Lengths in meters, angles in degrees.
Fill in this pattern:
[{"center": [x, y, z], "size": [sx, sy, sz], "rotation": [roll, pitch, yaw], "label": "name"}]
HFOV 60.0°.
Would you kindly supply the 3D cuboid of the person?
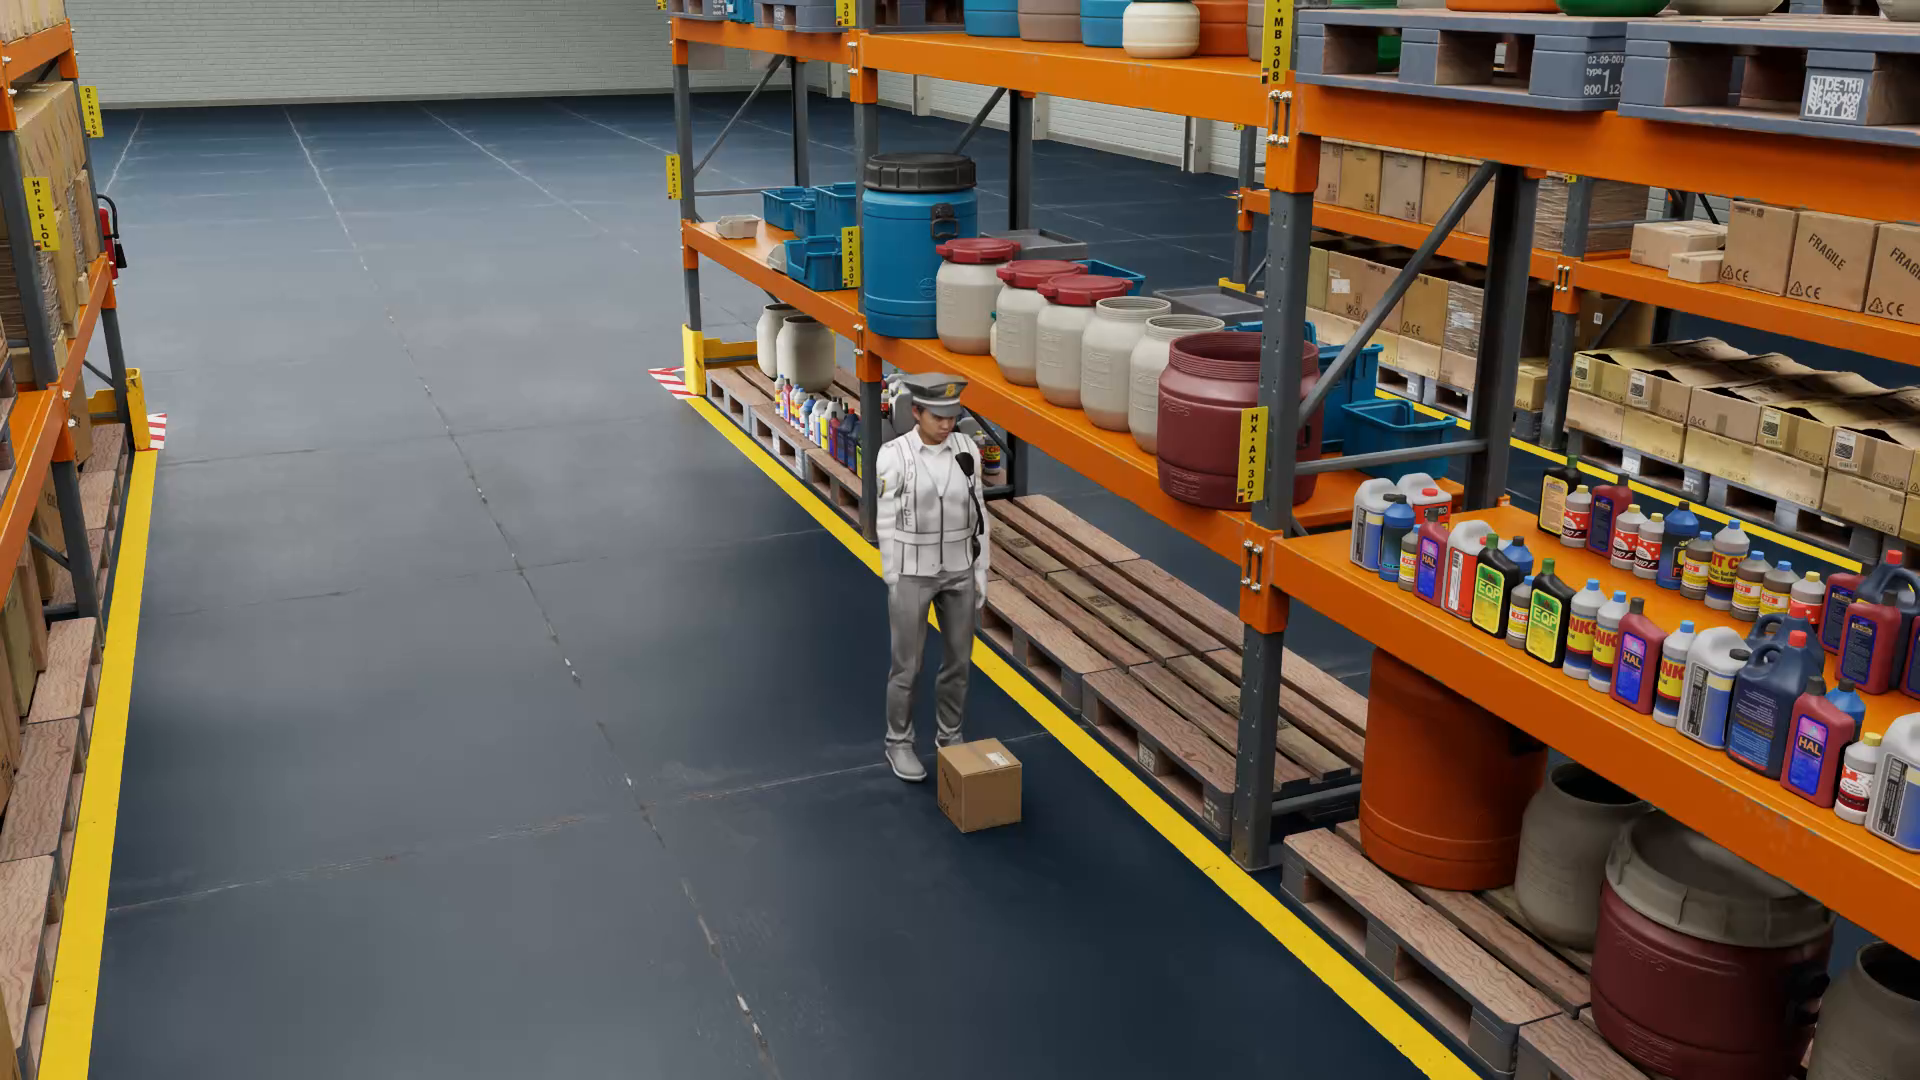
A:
[{"center": [-0.096, 0.149, 6.650], "size": [0.469, 1.670, 0.328], "rotation": [-8, 20, -21], "label": "person"}]
